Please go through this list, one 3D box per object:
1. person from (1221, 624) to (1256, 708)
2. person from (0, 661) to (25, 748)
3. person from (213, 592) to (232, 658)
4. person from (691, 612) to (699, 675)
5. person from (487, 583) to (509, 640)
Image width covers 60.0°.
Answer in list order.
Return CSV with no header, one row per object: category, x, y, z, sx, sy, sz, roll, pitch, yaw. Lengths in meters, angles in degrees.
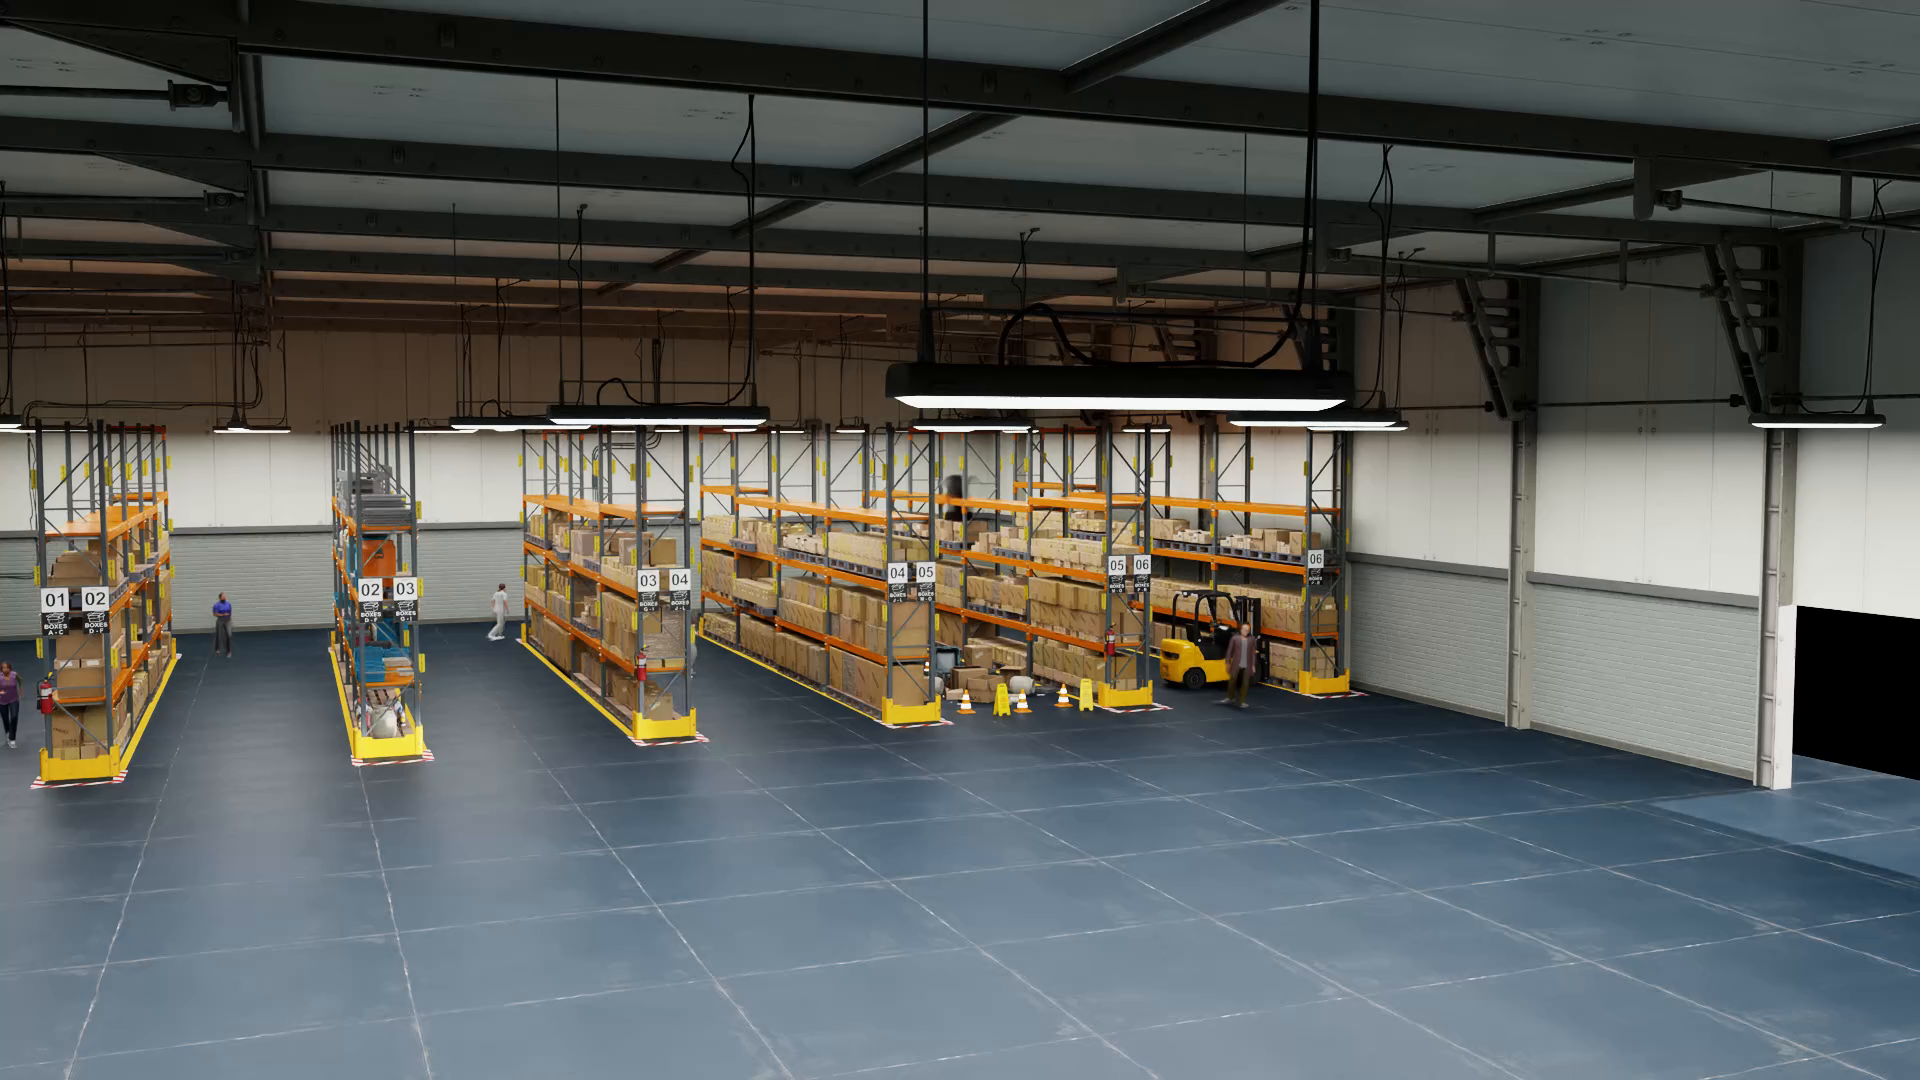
person,5.888,2.668,35.125,0.709,1.718,0.532,0,4,-5
person,-17.594,3.011,30.735,0.543,1.578,0.916,-2,4,-28
person,-19.078,2.207,43.045,0.527,1.715,0.848,-3,5,-40
person,-6.701,2.472,40.149,1.168,1.542,0.647,3,5,42
person,-13.020,2.018,46.659,0.561,1.577,0.725,3,4,37
